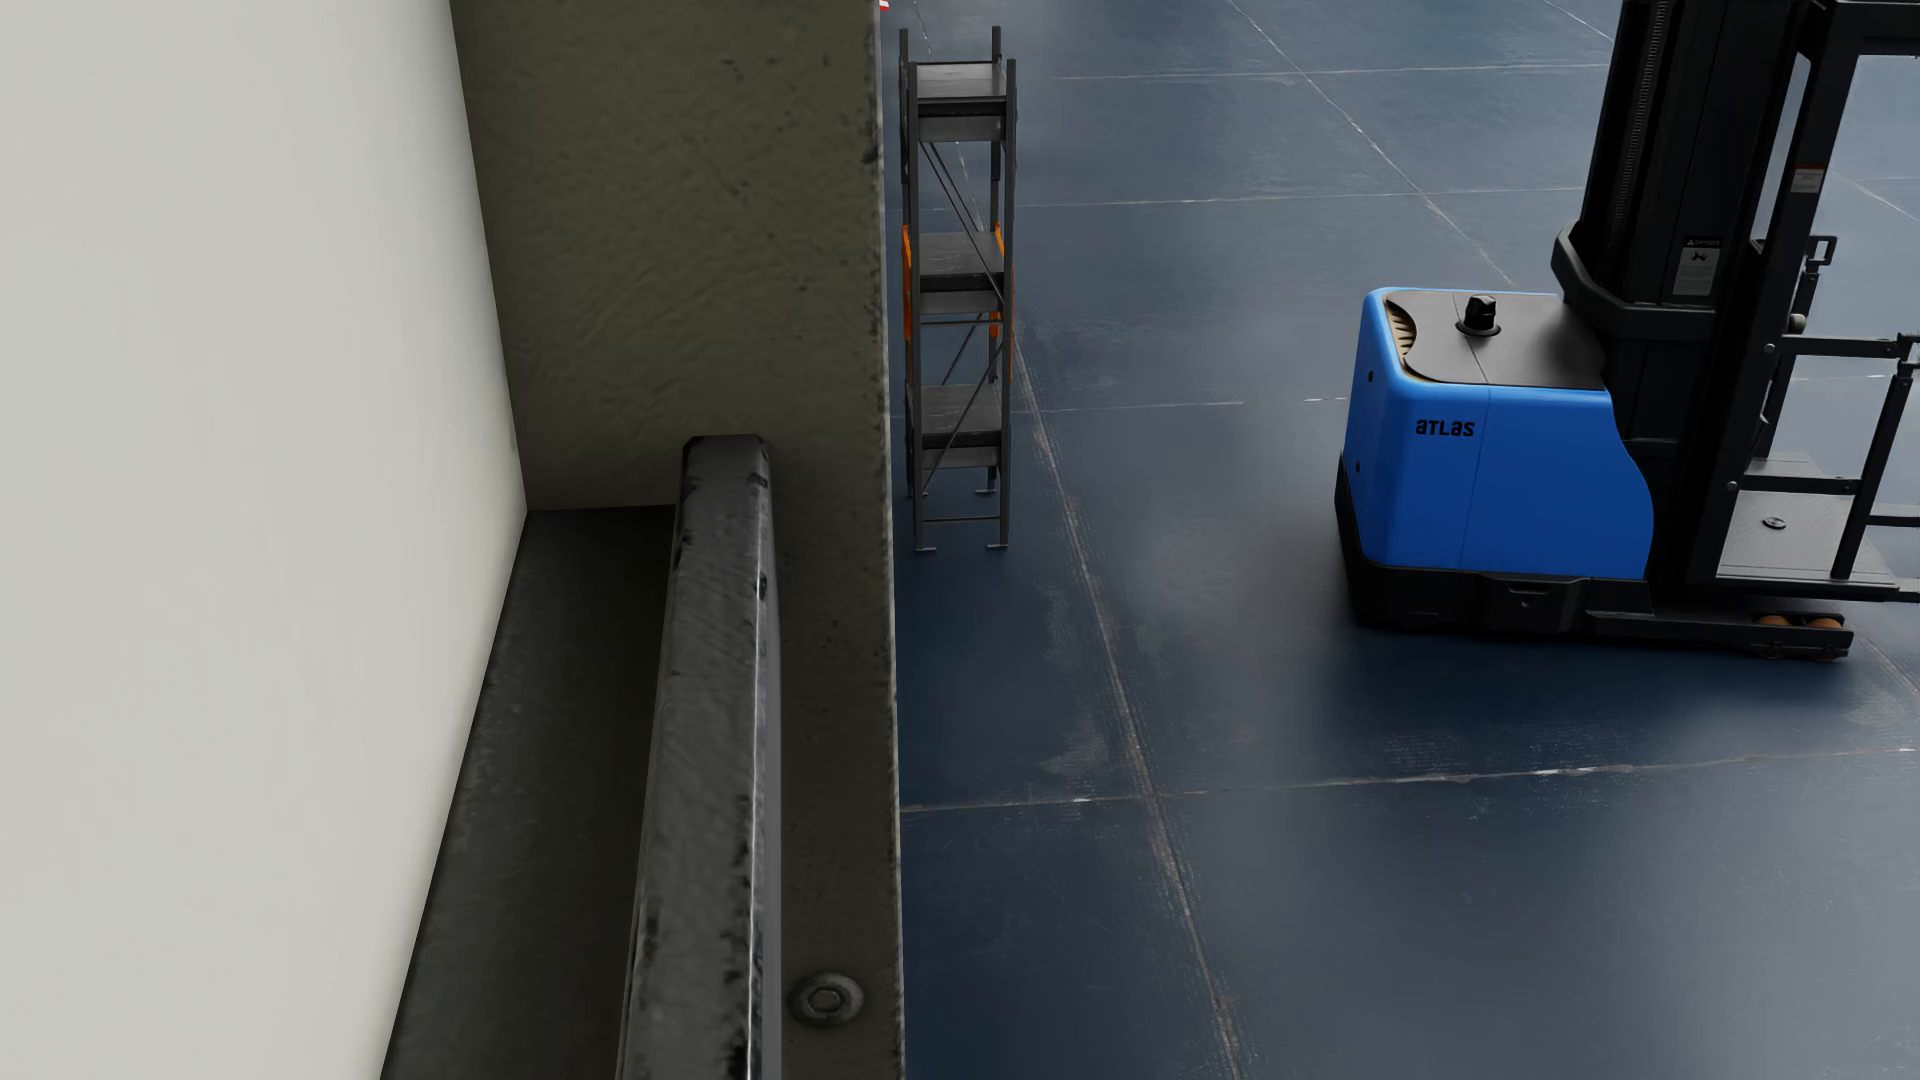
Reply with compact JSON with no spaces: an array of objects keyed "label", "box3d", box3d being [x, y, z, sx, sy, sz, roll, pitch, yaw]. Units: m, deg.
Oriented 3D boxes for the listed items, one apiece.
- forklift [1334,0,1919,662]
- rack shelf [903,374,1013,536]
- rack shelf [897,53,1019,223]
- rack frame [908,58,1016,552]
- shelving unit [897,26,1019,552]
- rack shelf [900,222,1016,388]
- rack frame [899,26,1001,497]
[{"label":"forklift","box3d":[3.127,-1.074,6.190,3.031,2.935,1.130,3,31,5]},{"label":"rack shelf","box3d":[-0.015,-0.373,7.219,0.431,0.518,0.480,-3,31,-5]},{"label":"rack shelf","box3d":[-0.015,-1.575,6.501,0.431,0.518,0.480,-3,31,-5]},{"label":"rack frame","box3d":[0.007,-0.861,6.644,0.400,2.100,0.015,-3,31,-5]},{"label":"shelving unit","box3d":[-0.015,-0.986,6.853,0.431,2.100,0.503,-3,31,-5]},{"label":"rack shelf","box3d":[-0.015,-0.974,6.860,0.431,0.518,0.480,-3,31,-5]},{"label":"rack frame","box3d":[-0.038,-1.111,7.062,0.400,2.100,0.015,-3,31,-5]}]
